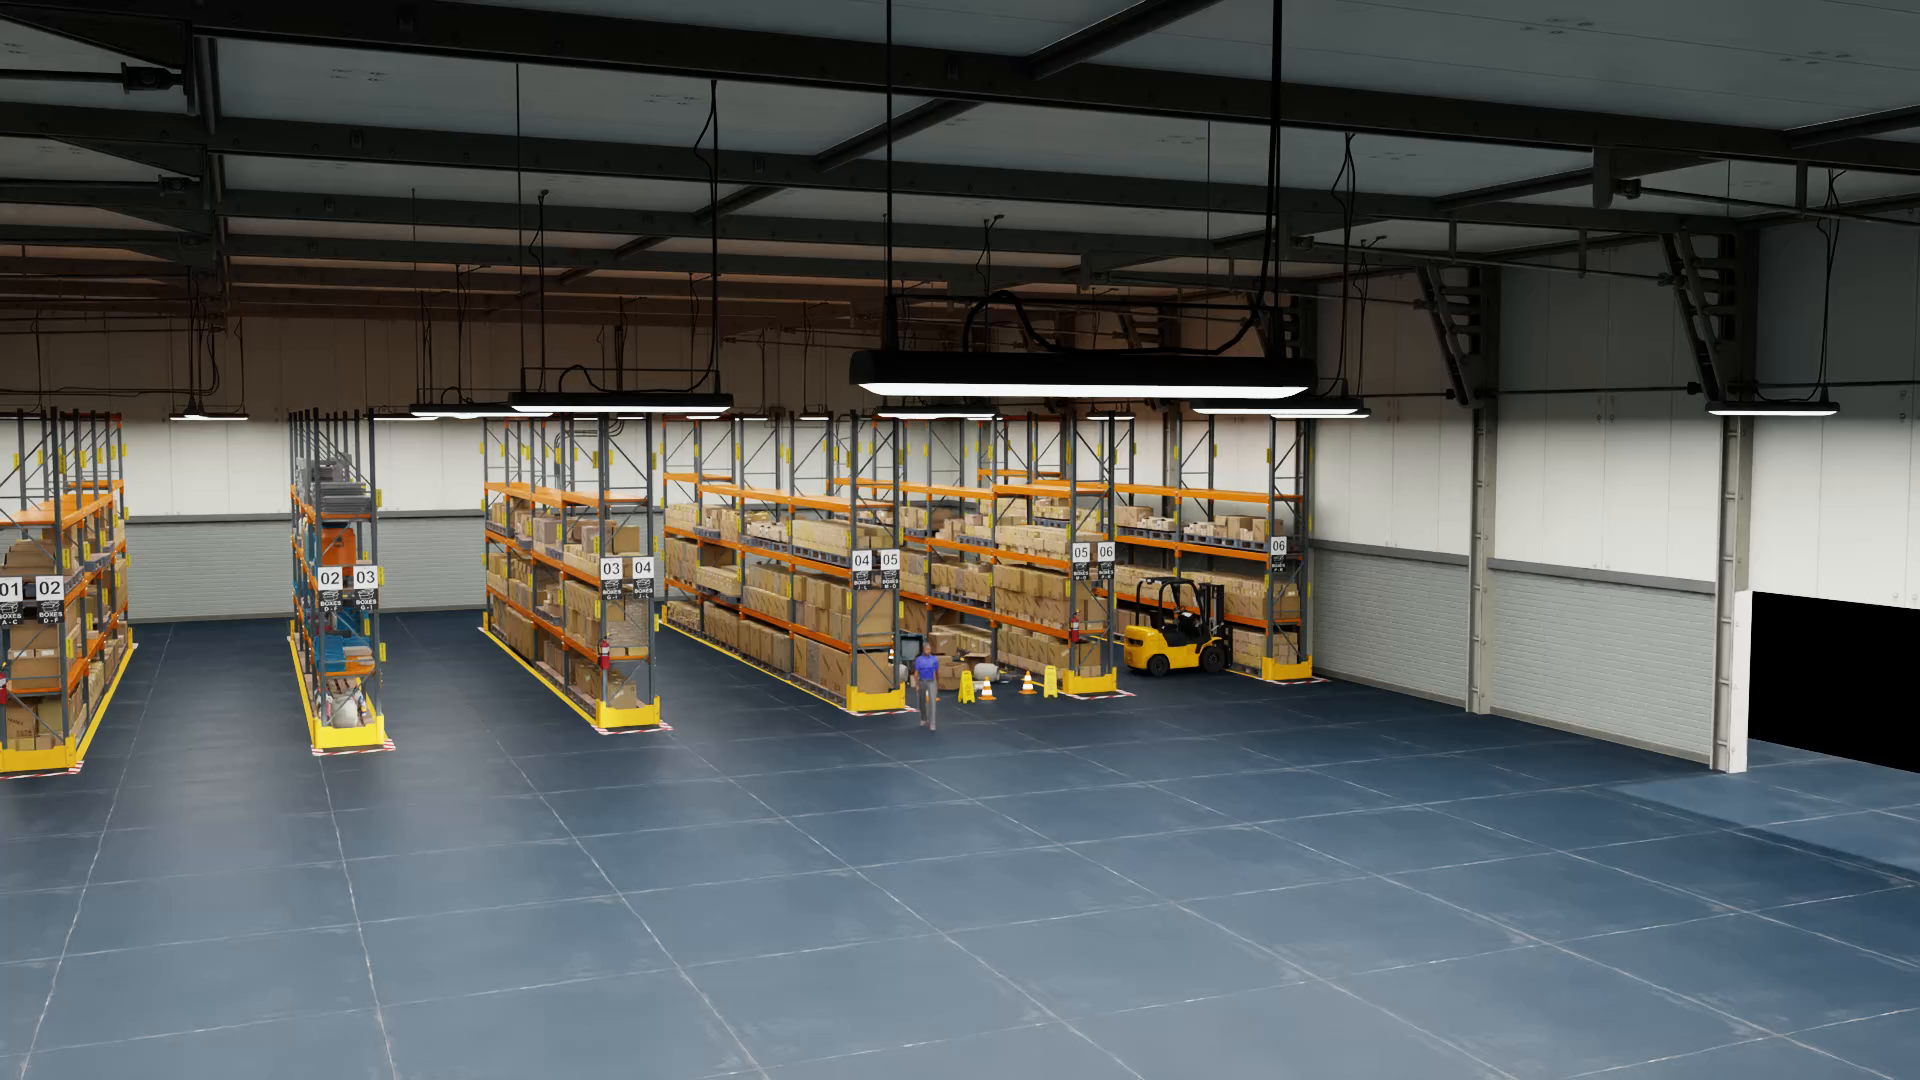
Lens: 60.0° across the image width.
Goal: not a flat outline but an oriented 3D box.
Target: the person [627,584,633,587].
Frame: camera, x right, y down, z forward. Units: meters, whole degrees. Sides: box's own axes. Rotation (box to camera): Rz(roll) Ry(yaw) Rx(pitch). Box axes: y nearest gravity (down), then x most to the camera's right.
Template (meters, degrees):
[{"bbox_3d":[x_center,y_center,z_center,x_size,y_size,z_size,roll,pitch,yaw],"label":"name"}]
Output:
[{"bbox_3d":[-9.443,1.502,48.151,0.462,1.651,0.689,1,4,16],"label":"person"}]

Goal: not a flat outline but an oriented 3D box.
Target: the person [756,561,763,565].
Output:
[{"bbox_3d":[-5.923,1.465,49.086,0.621,1.694,0.485,-1,4,-9],"label":"person"}]

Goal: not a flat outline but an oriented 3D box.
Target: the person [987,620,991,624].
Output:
[{"bbox_3d":[0.908,1.520,47.438,0.467,1.766,0.616,2,4,27],"label":"person"}]

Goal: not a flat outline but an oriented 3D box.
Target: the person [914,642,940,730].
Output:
[{"bbox_3d":[-0.624,2.723,31.130,0.465,1.621,0.923,0,4,4],"label":"person"}]
